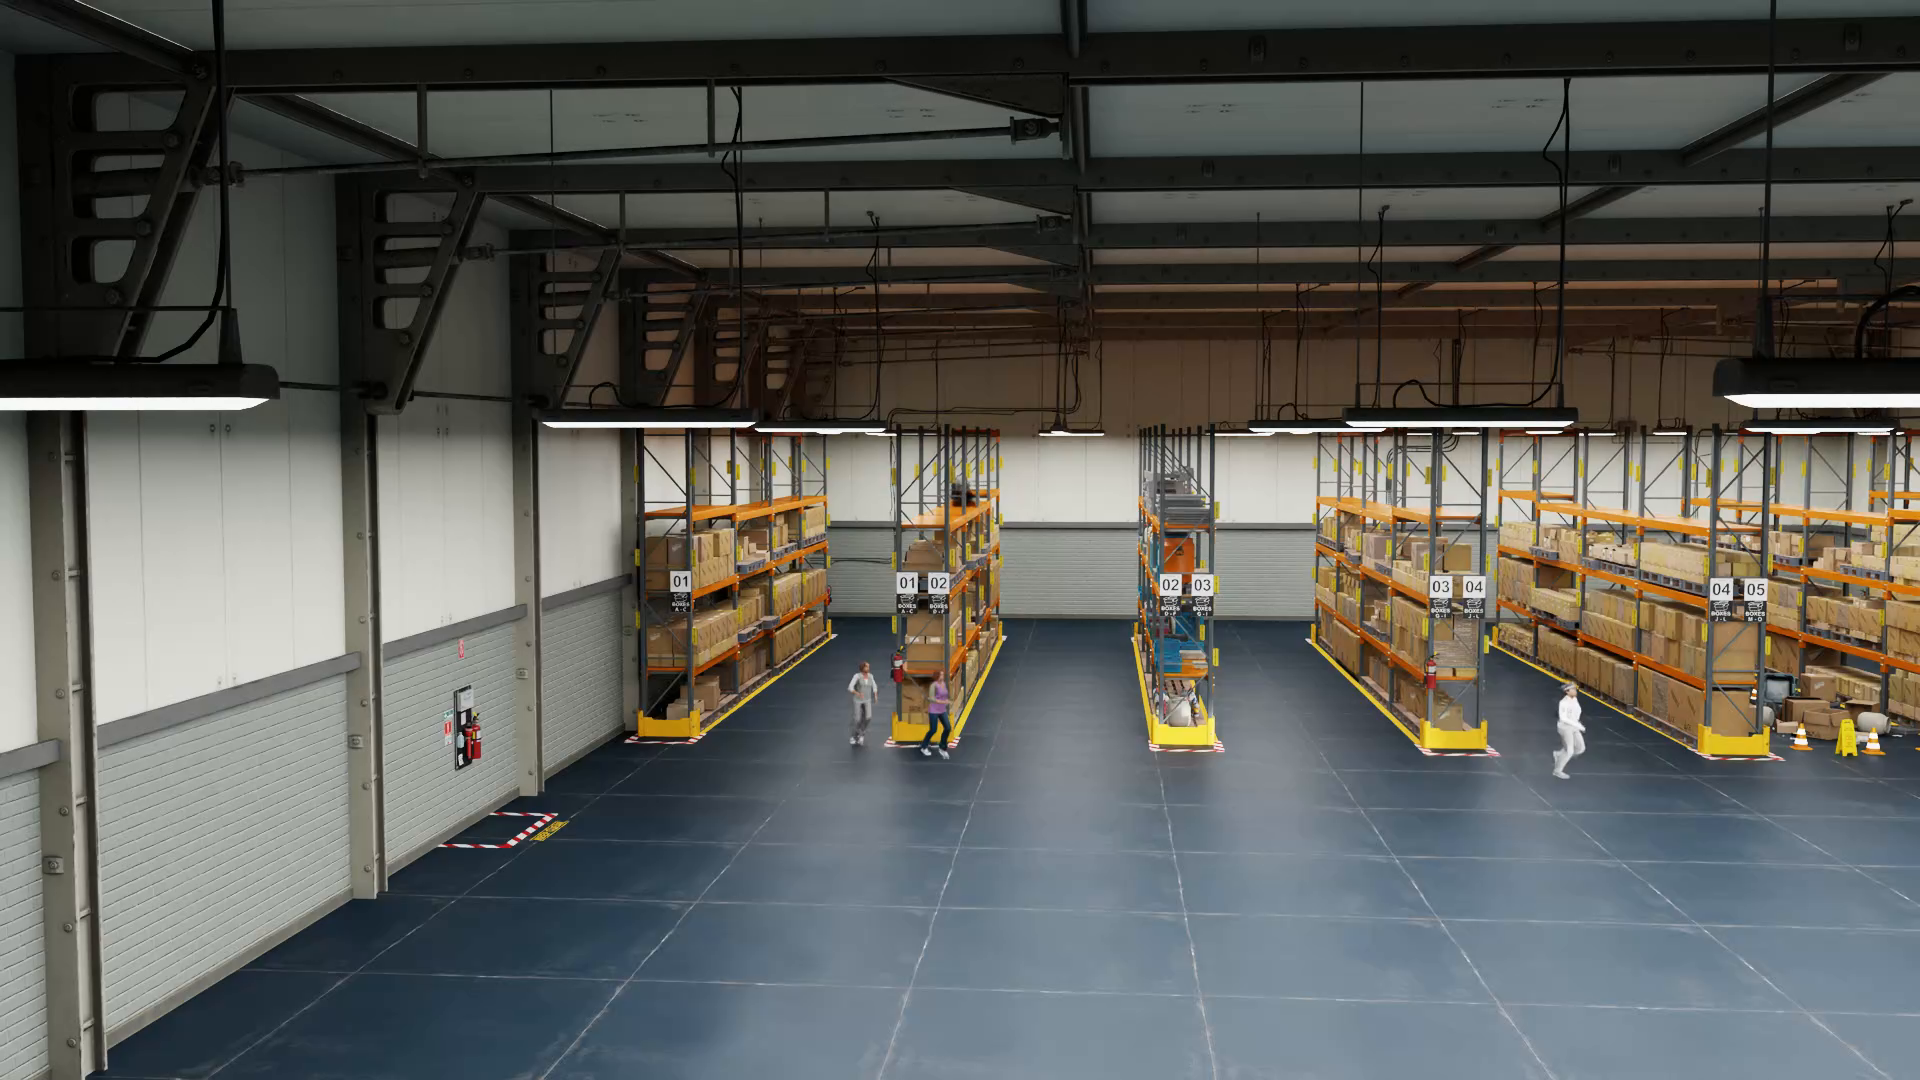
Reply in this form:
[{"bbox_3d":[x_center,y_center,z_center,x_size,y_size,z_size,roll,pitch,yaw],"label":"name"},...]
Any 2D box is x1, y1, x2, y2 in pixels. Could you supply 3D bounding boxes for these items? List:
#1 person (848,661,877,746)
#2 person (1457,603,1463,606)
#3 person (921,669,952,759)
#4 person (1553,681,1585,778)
[{"bbox_3d":[-1.798,3.043,31.090,0.614,1.568,0.564,-2,4,-23],"label":"person"},{"bbox_3d":[14.103,2.076,47.165,0.695,1.553,0.762,-3,5,-42],"label":"person"},{"bbox_3d":[-0.390,3.119,29.781,0.708,1.646,0.555,3,4,39],"label":"person"},{"bbox_3d":[10.316,3.195,28.051,0.645,1.660,0.575,-3,5,-43],"label":"person"}]
